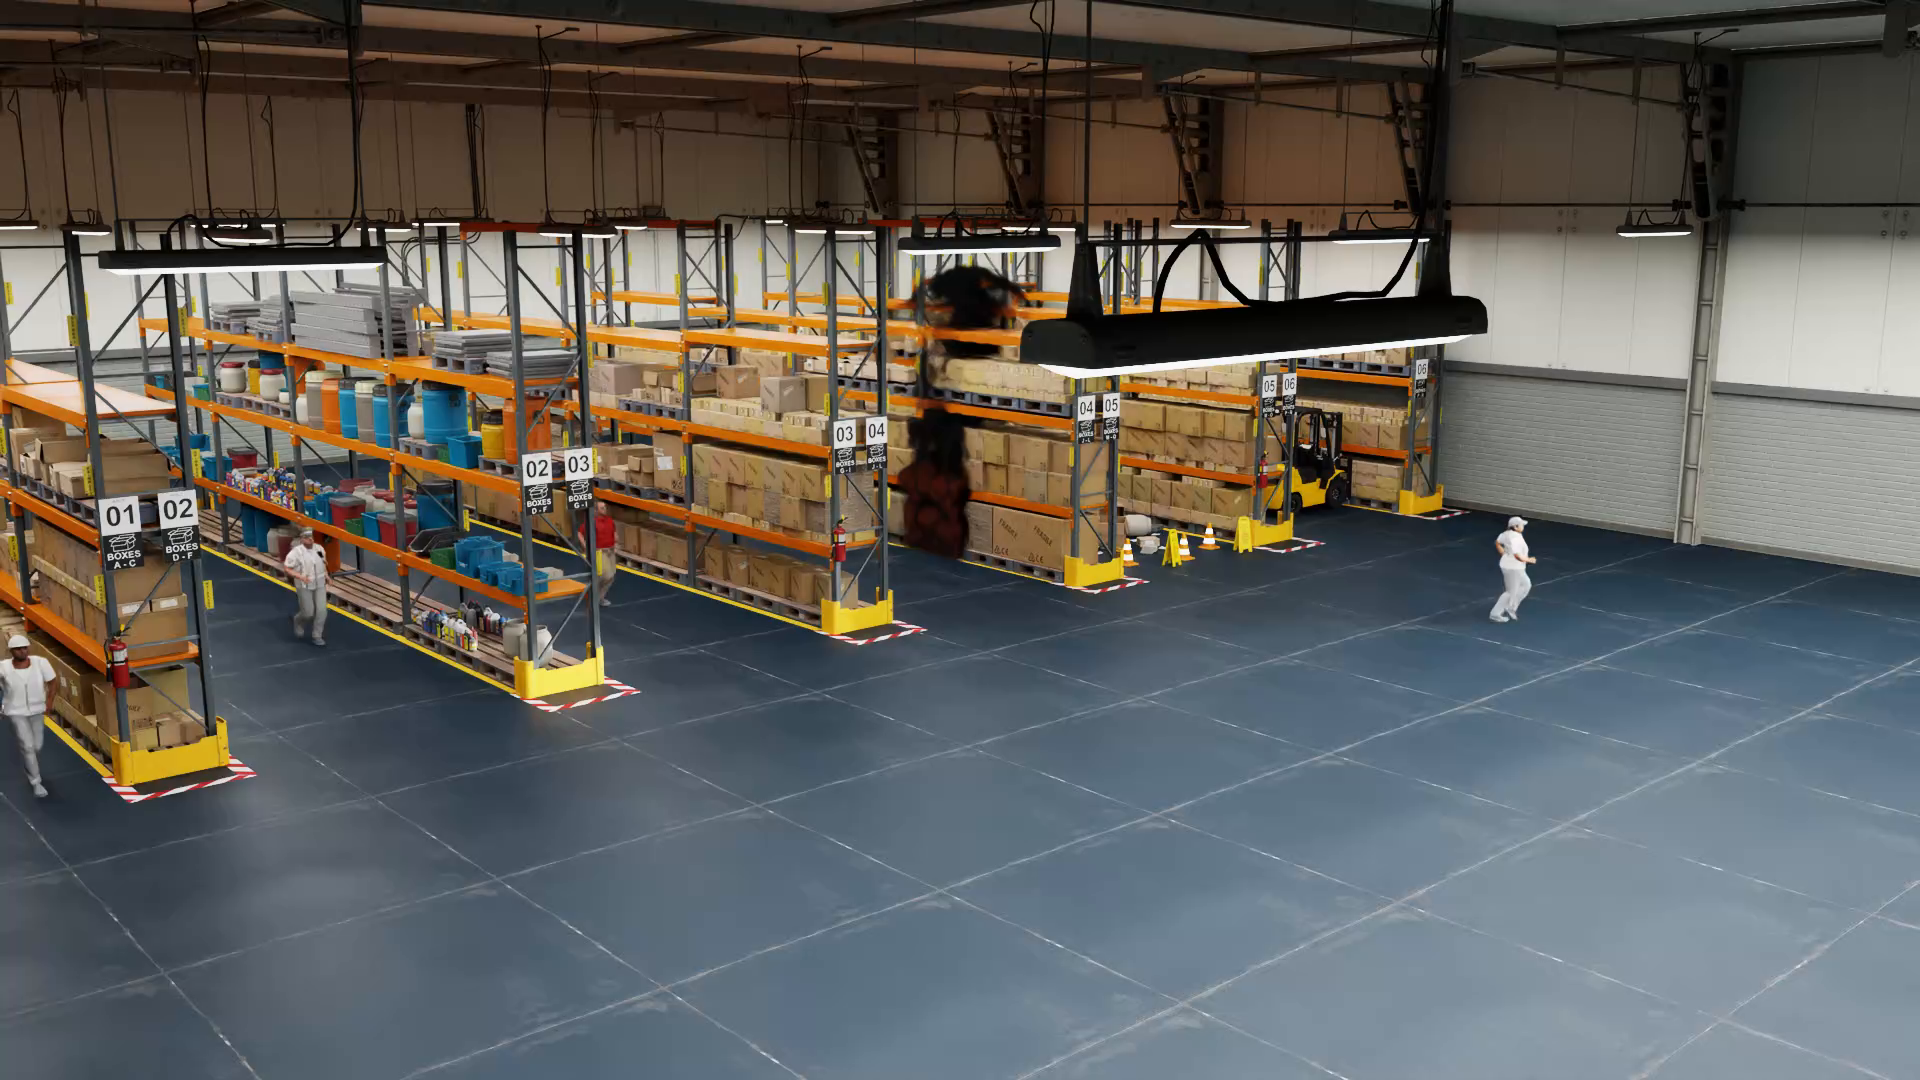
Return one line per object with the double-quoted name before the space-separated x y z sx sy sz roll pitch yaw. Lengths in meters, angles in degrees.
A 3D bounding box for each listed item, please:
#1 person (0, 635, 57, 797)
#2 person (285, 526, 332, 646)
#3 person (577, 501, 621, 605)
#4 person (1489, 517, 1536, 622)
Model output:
"person" -10.242 1.880 18.193 0.710 1.769 0.849 -11 16 -42
"person" -9.487 0.647 24.252 0.678 1.742 0.664 11 15 42
"person" -5.646 0.227 26.451 0.602 1.684 0.651 8 14 34
"person" 8.477 0.457 25.488 0.646 1.666 0.605 1 11 7
